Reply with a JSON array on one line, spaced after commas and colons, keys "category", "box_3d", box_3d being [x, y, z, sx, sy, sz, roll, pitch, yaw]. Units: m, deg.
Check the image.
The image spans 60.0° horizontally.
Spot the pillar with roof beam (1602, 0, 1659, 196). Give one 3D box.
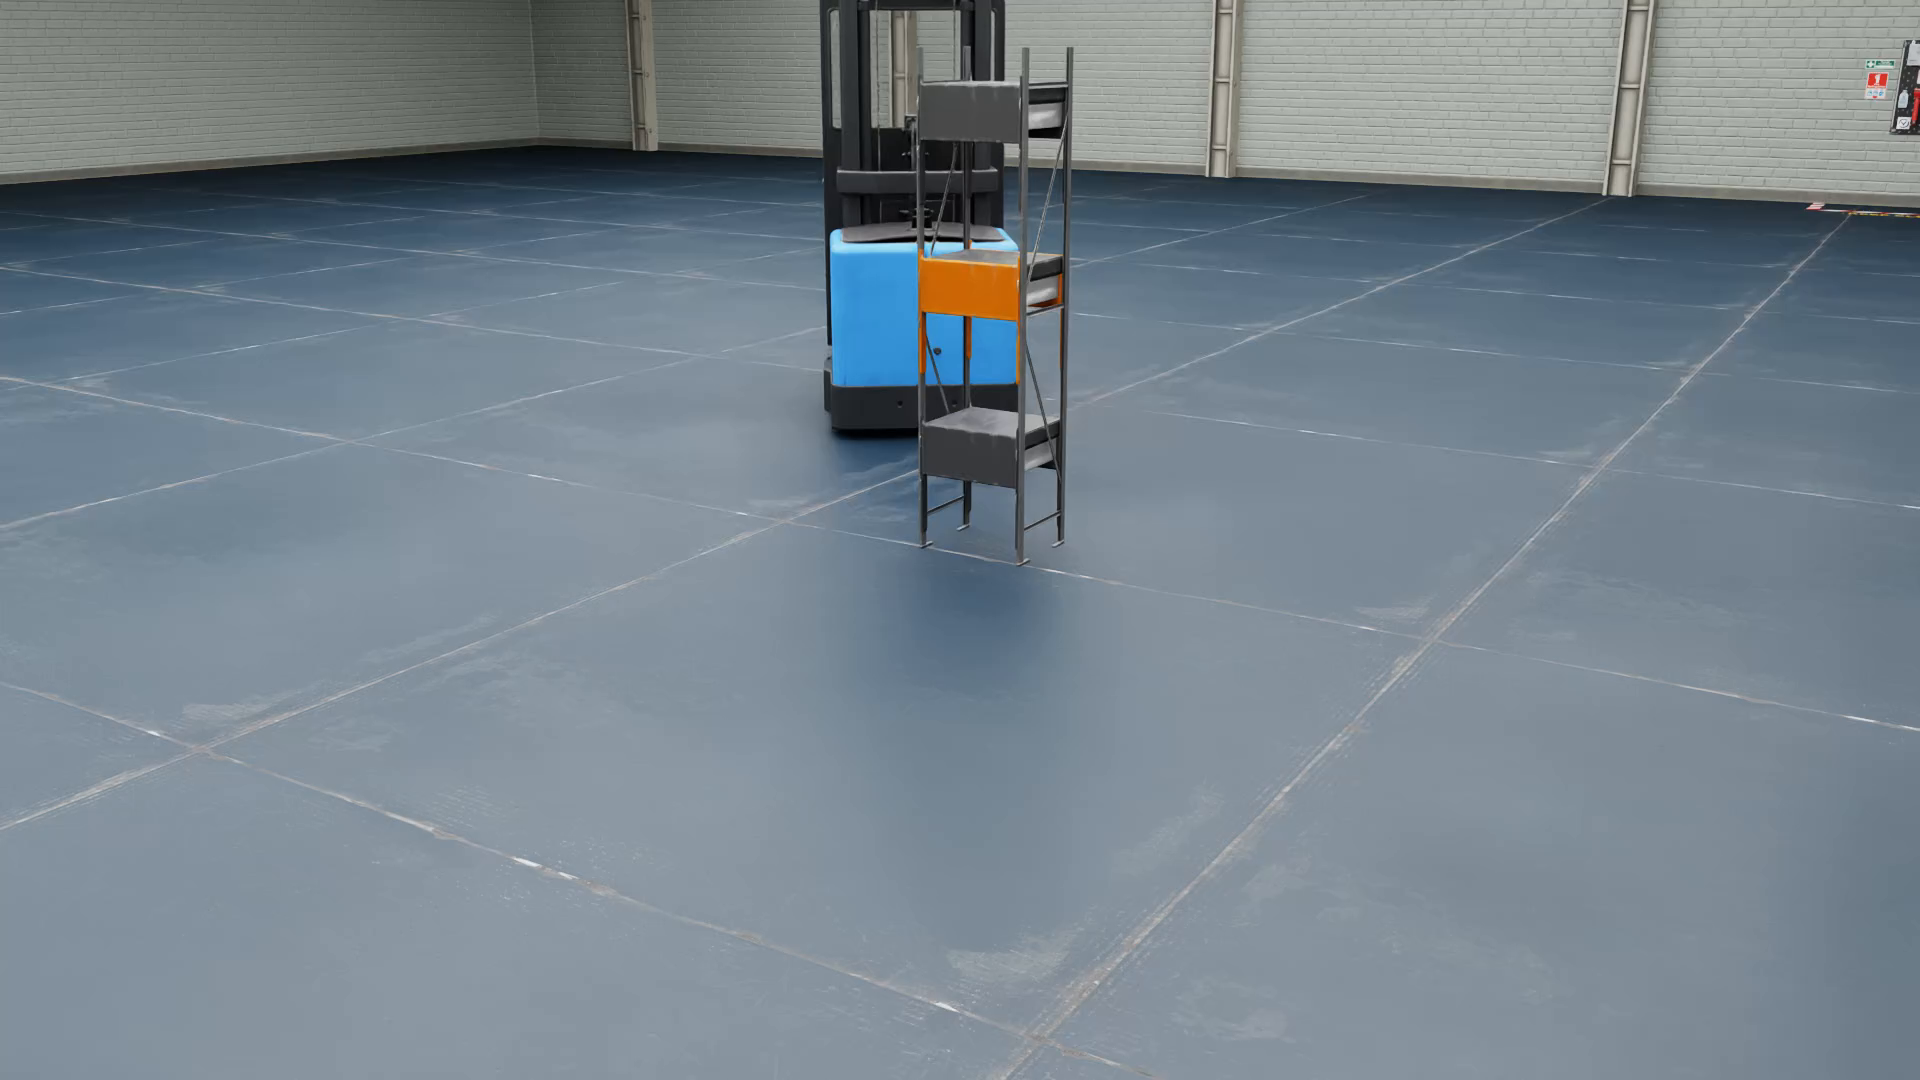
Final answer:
[{"category": "pillar with roof beam", "box_3d": [6.982, -8.076, 18.484, 0.400, 9.000, 9.100, 10, 20, 30]}]

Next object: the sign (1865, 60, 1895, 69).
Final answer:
[{"category": "sign", "box_3d": [11.844, -6.122, 21.400, 0.331, 0.109, 0.001, 10, 20, 30]}]

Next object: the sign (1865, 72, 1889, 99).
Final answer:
[{"category": "sign", "box_3d": [11.845, -5.871, 21.486, 0.234, 0.329, 0.001, 10, 20, 30]}]

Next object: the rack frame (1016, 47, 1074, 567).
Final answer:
[{"category": "rack frame", "box_3d": [0.349, -0.942, 6.871, 0.015, 2.100, 0.400, 10, 20, 30]}]

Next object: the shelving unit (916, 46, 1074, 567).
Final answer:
[{"category": "shelving unit", "box_3d": [0.141, -0.979, 6.993, 0.503, 2.100, 0.431, 10, 20, 30]}]

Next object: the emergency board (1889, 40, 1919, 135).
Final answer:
[{"category": "emergency board", "box_3d": [12.264, -5.750, 21.150, 0.626, 1.169, 0.157, 10, 20, 30]}]

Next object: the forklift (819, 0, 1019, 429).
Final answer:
[{"category": "forklift", "box_3d": [-0.299, -2.388, 10.201, 1.130, 2.935, 3.031, -1, 17, -4]}]

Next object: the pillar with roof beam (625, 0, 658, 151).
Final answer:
[{"category": "pillar with roof beam", "box_3d": [-8.356, -10.814, 27.498, 0.400, 9.000, 9.100, 10, 20, 30]}]

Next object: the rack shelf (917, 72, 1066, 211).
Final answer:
[{"category": "rack shelf", "box_3d": [0.141, -1.636, 6.794, 0.480, 0.518, 0.431, 10, 20, 30]}]

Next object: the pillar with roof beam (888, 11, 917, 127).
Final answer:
[{"category": "pillar with roof beam", "box_3d": [-3.243, -9.901, 24.493, 0.400, 9.000, 9.100, 10, 20, 30]}]

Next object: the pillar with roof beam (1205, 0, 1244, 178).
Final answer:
[{"category": "pillar with roof beam", "box_3d": [1.869, -8.988, 21.489, 0.400, 9.000, 9.100, 10, 20, 30]}]

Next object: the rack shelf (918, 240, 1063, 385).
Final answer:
[{"category": "rack shelf", "box_3d": [0.141, -0.966, 6.997, 0.480, 0.518, 0.431, 10, 20, 30]}]

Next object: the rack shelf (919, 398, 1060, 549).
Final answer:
[{"category": "rack shelf", "box_3d": [0.141, -0.297, 7.201, 0.480, 0.518, 0.431, 10, 20, 30]}]

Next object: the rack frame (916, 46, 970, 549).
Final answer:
[{"category": "rack frame", "box_3d": [-0.067, -1.017, 7.115, 0.015, 2.100, 0.400, 10, 20, 30]}]

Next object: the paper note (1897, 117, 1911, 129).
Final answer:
[{"category": "paper note", "box_3d": [12.147, -5.367, 21.403, 0.142, 0.148, 0.016, 10, 20, 30]}]
